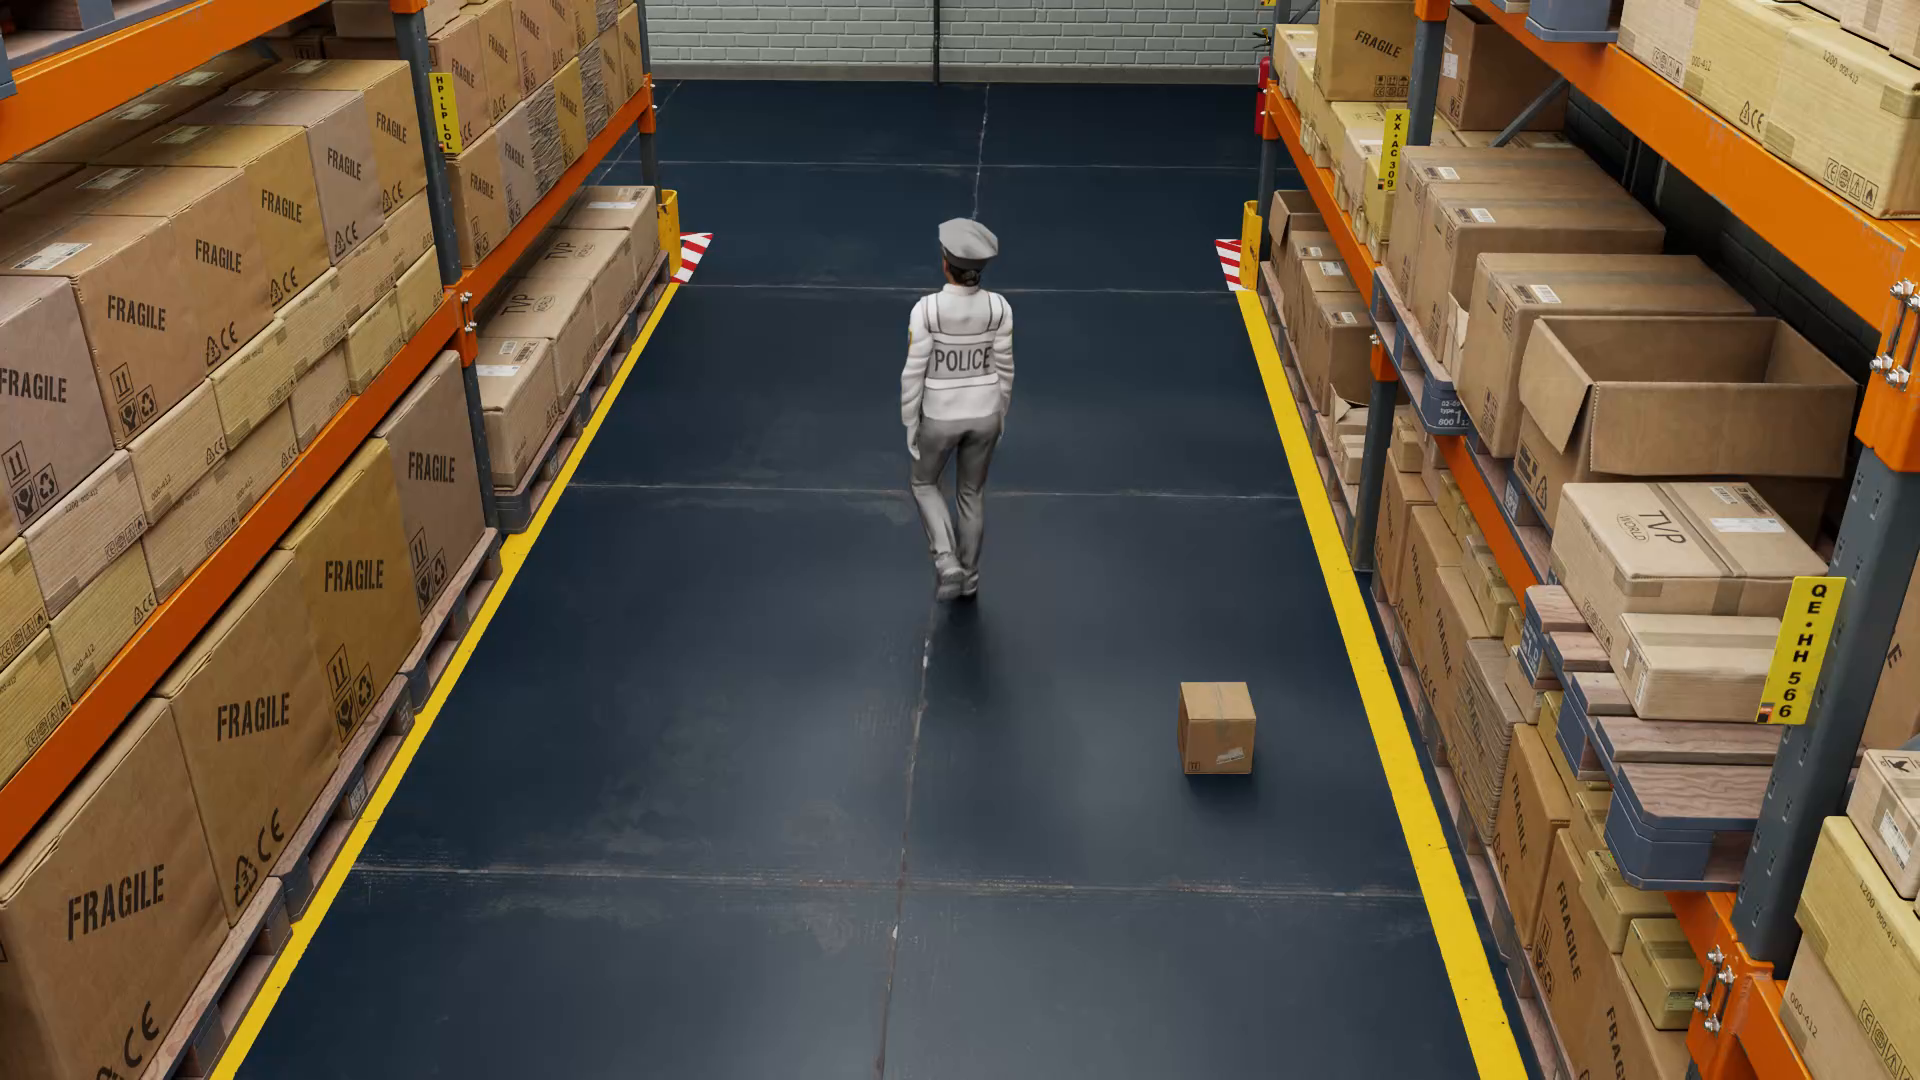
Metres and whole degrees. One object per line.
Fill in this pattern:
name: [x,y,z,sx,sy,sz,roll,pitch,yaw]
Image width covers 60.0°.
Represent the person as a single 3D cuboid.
person: [-3.178,0.738,4.165,7.935,2.202,5.089,-6,29,-11]
